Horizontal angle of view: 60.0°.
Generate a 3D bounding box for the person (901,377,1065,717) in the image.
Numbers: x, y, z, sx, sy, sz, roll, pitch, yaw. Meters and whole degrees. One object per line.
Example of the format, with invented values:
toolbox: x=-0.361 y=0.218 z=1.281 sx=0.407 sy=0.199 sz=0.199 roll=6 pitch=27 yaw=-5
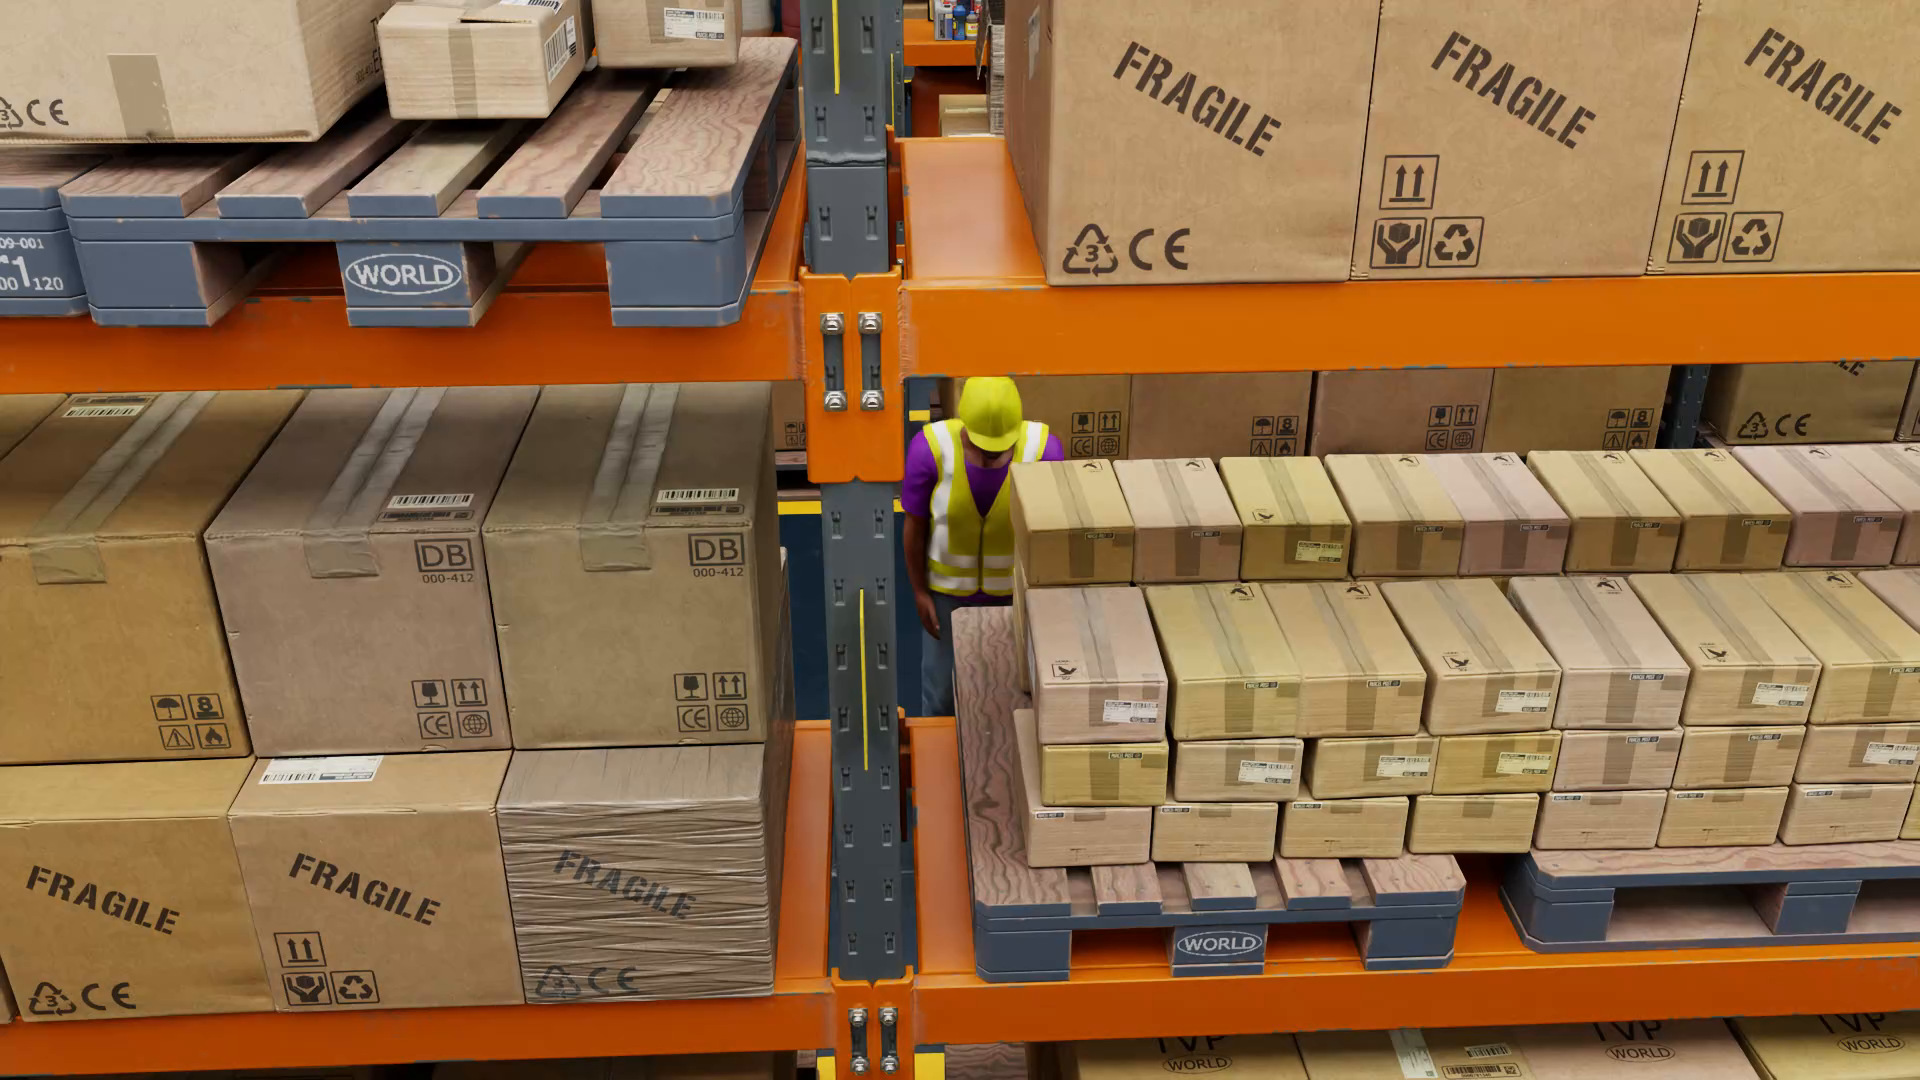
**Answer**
person: x=0.094 y=0.181 z=5.800 sx=0.591 sy=1.718 sz=0.453 roll=-1 pitch=27 yaw=-1
